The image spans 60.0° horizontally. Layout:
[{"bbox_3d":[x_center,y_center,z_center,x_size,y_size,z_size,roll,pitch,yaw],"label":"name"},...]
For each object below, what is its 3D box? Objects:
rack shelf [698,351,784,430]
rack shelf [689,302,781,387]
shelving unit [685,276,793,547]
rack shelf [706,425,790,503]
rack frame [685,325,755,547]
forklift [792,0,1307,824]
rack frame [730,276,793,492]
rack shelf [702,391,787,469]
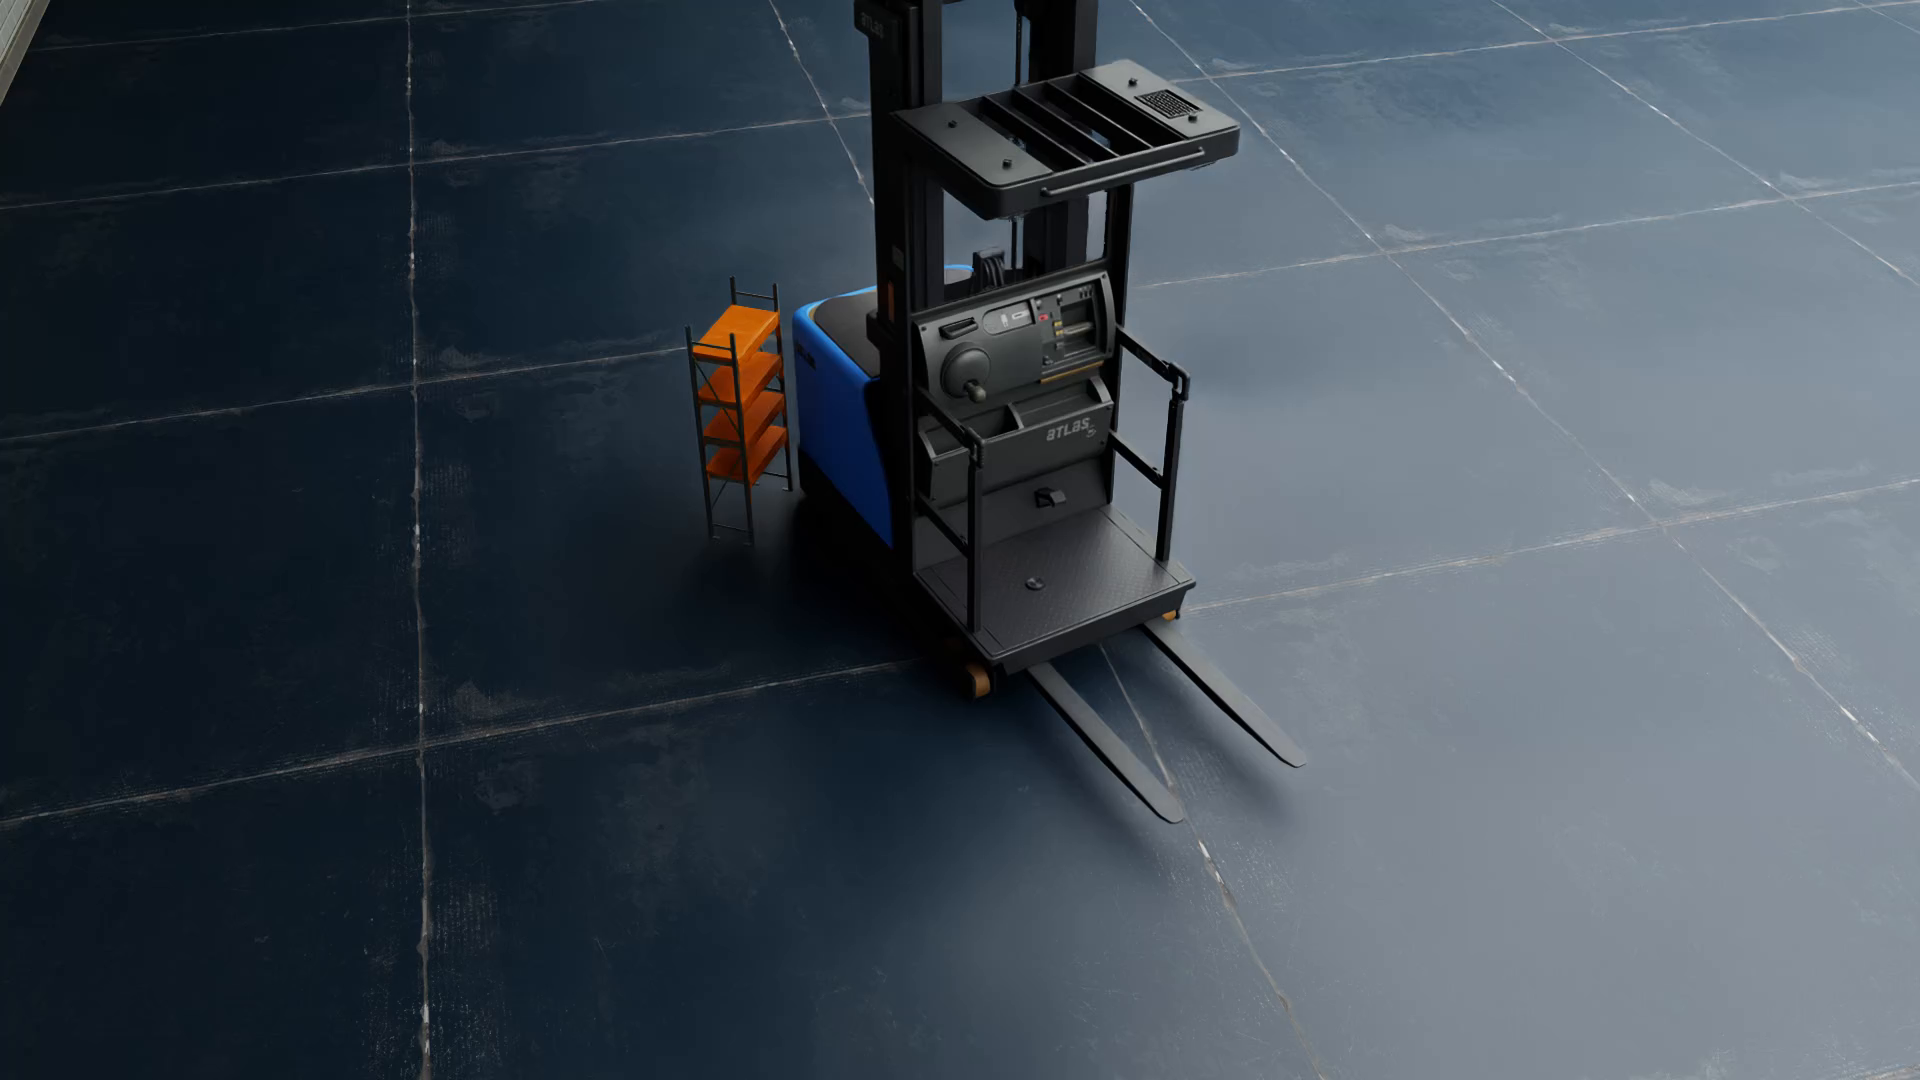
[{"bbox_3d":[-1.051,-0.735,7.945,0.258,0.148,0.480,11,39,14],"label":"rack shelf"},{"bbox_3d":[-1.051,-0.922,7.801,0.258,0.148,0.480,11,39,14],"label":"rack shelf"},{"bbox_3d":[-1.051,-0.610,8.040,0.258,1.200,0.503,11,39,14],"label":"shelving unit"},{"bbox_3d":[-1.051,-0.399,8.201,0.258,0.148,0.480,11,39,14],"label":"rack shelf"},{"bbox_3d":[-1.127,-0.469,7.855,0.240,1.200,0.015,11,39,14],"label":"rack frame"},{"bbox_3d":[0.355,-0.787,6.845,1.130,2.935,3.031,-19,41,-23],"label":"forklift"},{"bbox_3d":[-0.976,-0.751,8.224,0.240,1.200,0.015,11,39,14],"label":"rack frame"},{"bbox_3d":[-1.051,-0.557,8.081,0.258,0.148,0.480,11,39,14],"label":"rack shelf"}]
